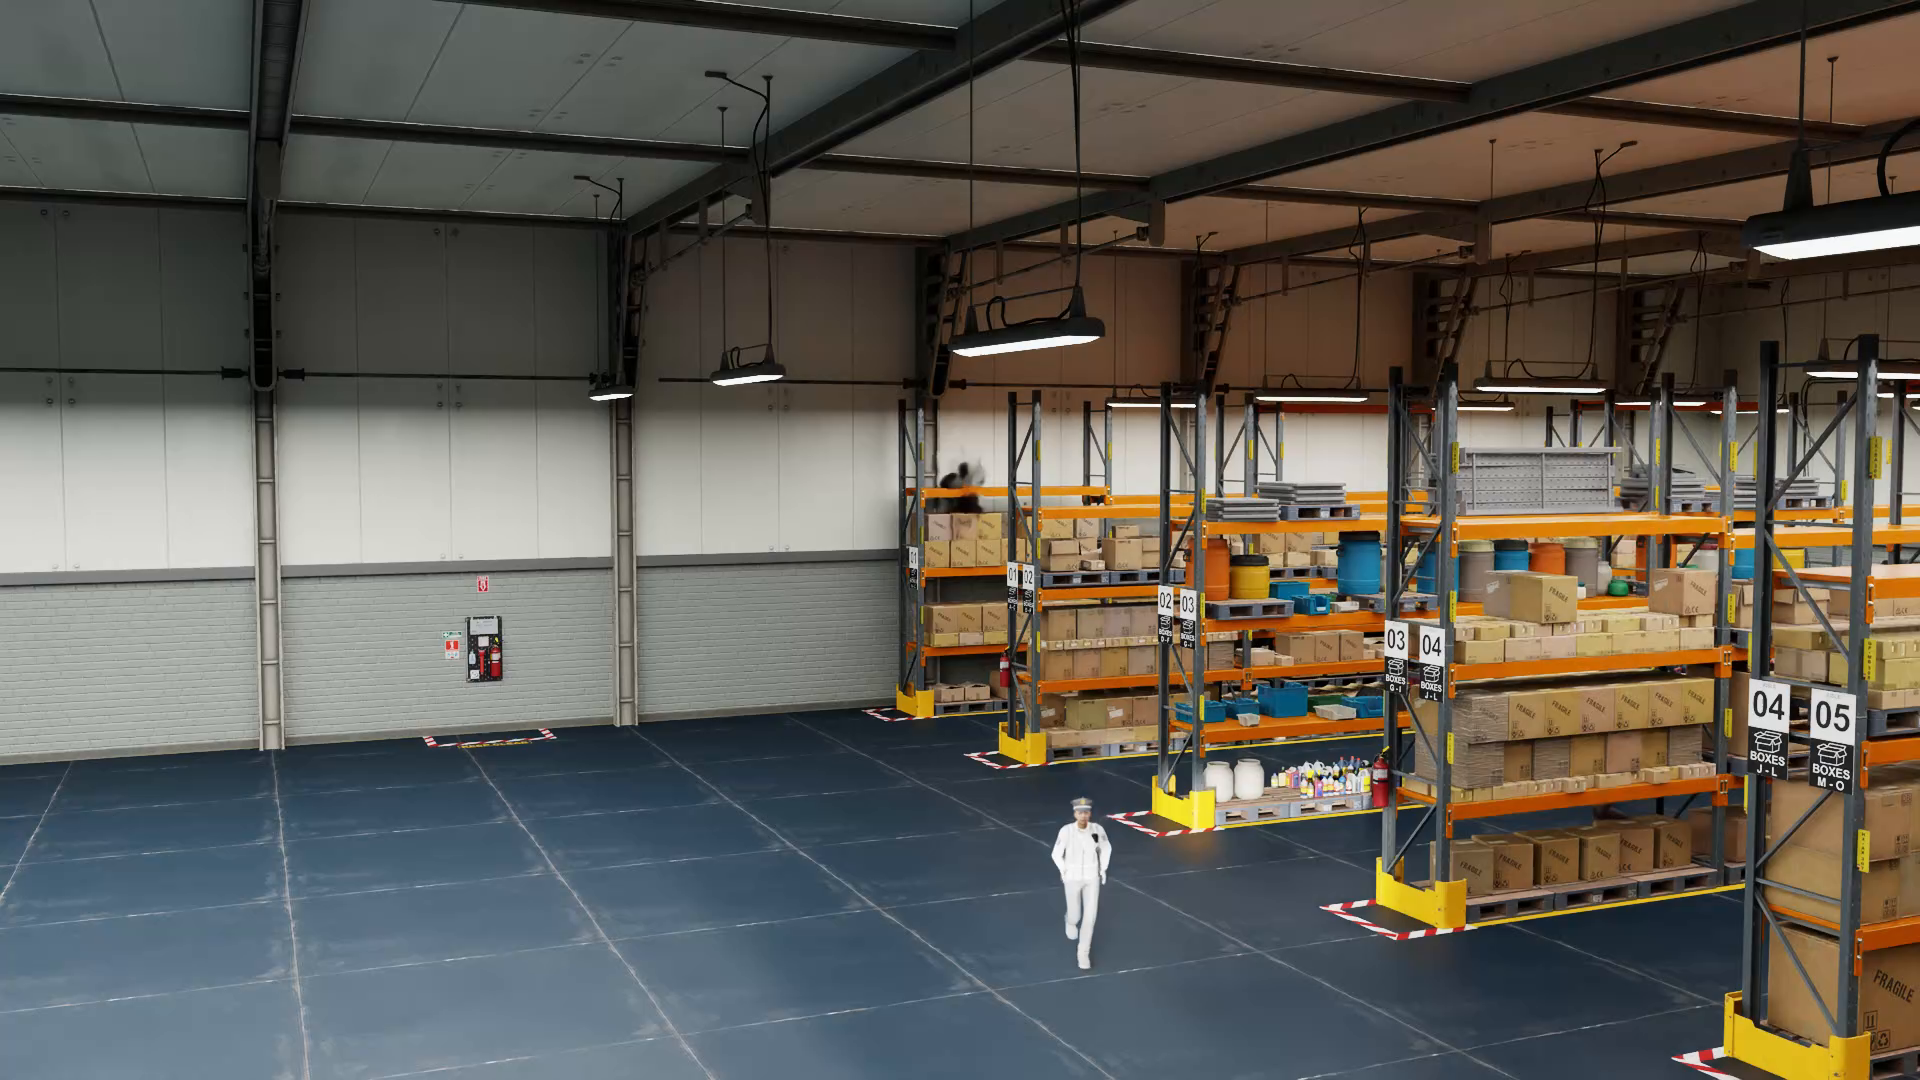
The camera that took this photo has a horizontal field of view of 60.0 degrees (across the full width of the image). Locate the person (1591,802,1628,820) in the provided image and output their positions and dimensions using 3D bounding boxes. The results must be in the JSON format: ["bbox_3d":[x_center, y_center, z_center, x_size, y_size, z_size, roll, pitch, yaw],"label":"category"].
[{"bbox_3d":[8.322,3.081,21.311,0.540,1.690,0.663,-1,4,-20],"label":"person"}]

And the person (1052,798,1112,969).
[{"bbox_3d":[1.220,3.365,16.622,0.607,1.663,0.769,0,3,-2],"label":"person"}]
